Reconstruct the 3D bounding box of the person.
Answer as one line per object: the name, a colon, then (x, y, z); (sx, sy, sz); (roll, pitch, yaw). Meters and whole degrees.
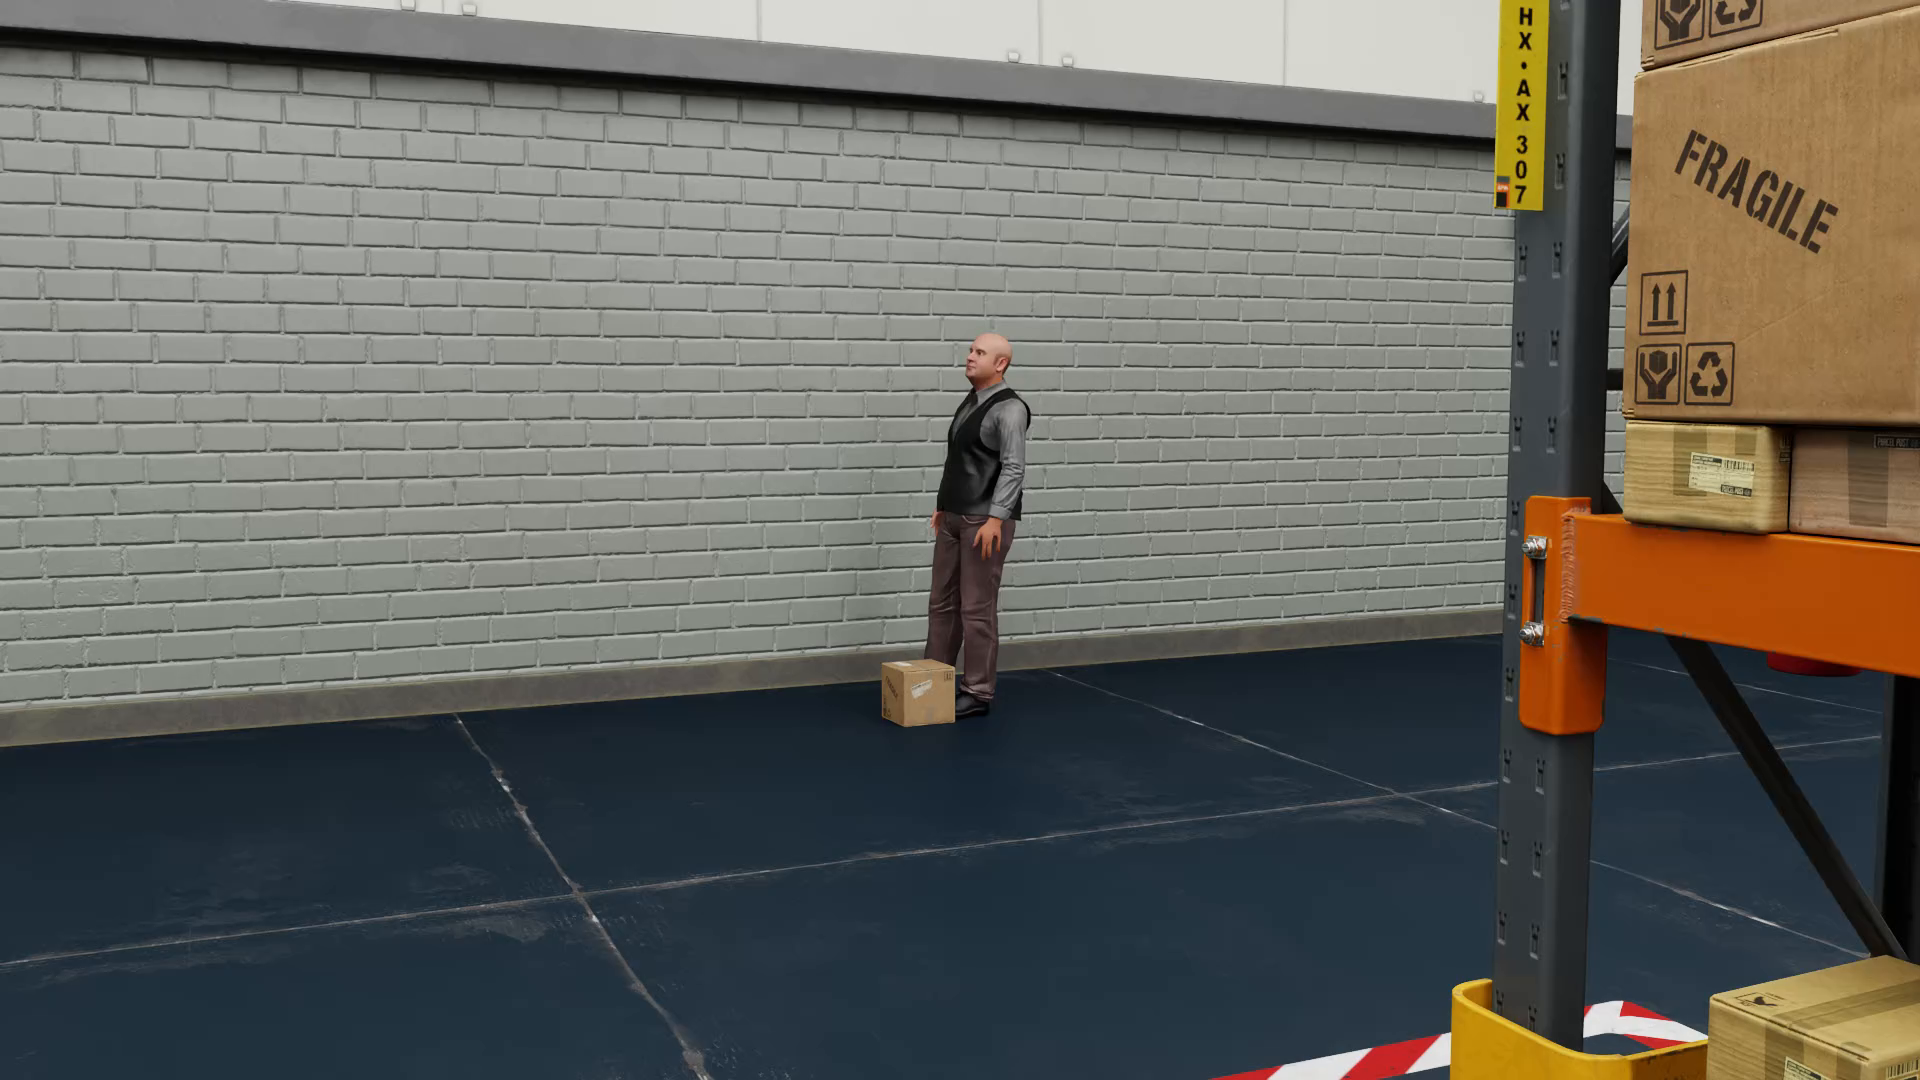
person: (0.000, -0.067, 7.507); (0.551, 1.722, 0.633); (-2, 6, -24)
